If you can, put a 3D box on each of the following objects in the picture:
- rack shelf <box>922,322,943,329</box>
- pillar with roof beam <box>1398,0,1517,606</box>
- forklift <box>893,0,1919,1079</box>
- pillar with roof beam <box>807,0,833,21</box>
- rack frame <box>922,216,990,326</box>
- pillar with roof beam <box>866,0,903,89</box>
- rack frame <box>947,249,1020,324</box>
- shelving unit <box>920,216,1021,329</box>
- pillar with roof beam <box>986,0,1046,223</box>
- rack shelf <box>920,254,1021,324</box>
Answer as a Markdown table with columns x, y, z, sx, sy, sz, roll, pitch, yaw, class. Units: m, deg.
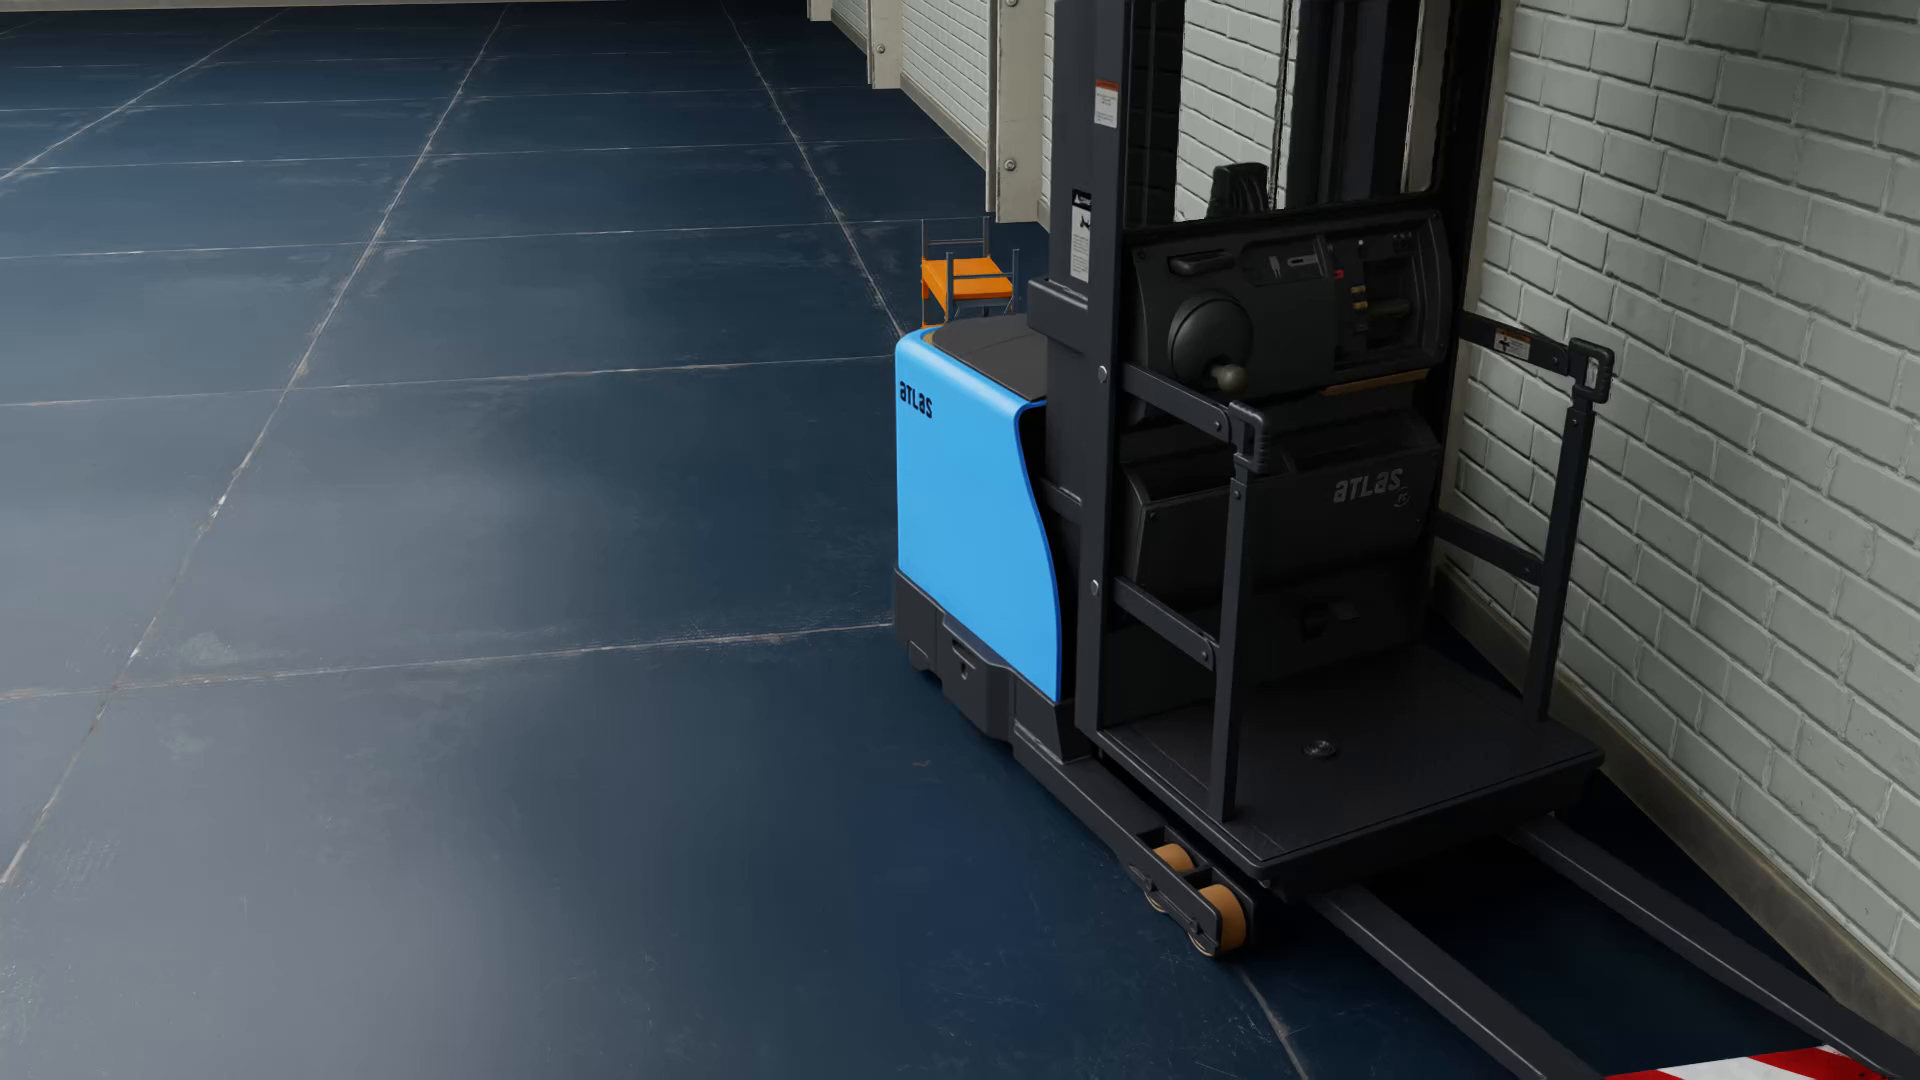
| x | y | z | sx | sy | sz | roll | pitch | yaw | class |
| --- | --- | --- | --- | --- | --- | --- | --- | --- | --- |
| 0.031 | -0.628 | 5.798 | 0.258 | 0.148 | 0.480 | -4 | 24 | -10 | rack shelf |
| -2.757 | -3.649 | 3.362 | 9.100 | 9.000 | 0.400 | -4 | 24 | -10 | pillar with roof beam |
| 0.920 | -0.555 | 3.859 | 1.130 | 2.935 | 3.031 | -12 | 26 | -25 | forklift |
| -6.085 | -10.729 | 19.573 | 9.100 | 9.000 | 0.400 | -4 | 24 | -10 | pillar with roof beam |
| -0.015 | -0.581 | 6.081 | 0.240 | 1.200 | 0.015 | -4 | 24 | -10 | rack frame |
| -4.976 | -8.369 | 14.170 | 9.100 | 9.000 | 0.400 | -4 | 24 | -10 | pillar with roof beam |
| 0.076 | -0.389 | 5.641 | 0.240 | 1.200 | 0.015 | -4 | 24 | -10 | rack frame |
| 0.031 | -0.485 | 5.861 | 0.258 | 1.200 | 0.503 | -4 | 24 | -10 | shelving unit |
| -3.866 | -6.009 | 8.766 | 9.100 | 9.000 | 0.400 | -4 | 24 | -10 | pillar with roof beam |
| 0.031 | -0.845 | 5.703 | 0.258 | 0.148 | 0.480 | -4 | 24 | -10 | rack shelf |
